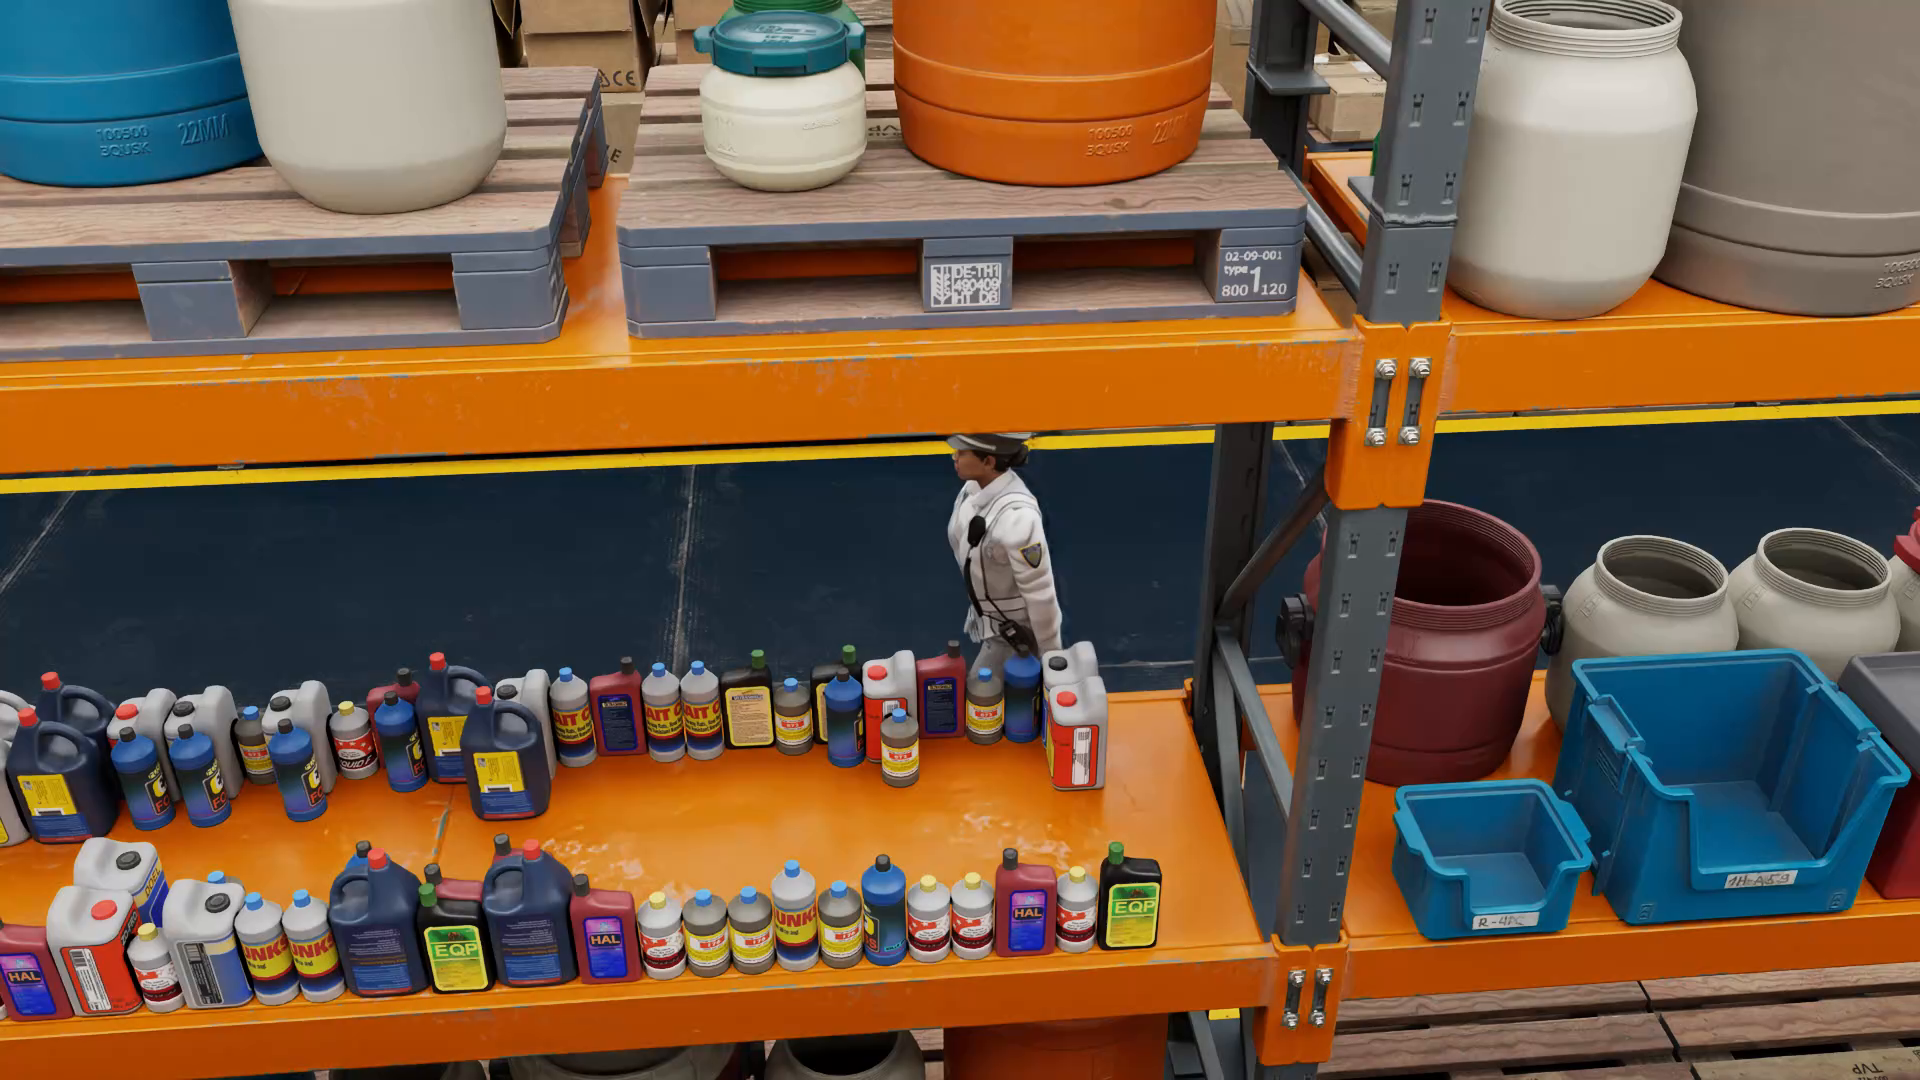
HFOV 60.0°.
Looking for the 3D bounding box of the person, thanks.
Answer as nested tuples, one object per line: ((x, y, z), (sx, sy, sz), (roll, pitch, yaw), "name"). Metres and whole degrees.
((0.196, 0.306, 5.631), (0.536, 1.708, 0.512), (-4, 32, -7), "person")
